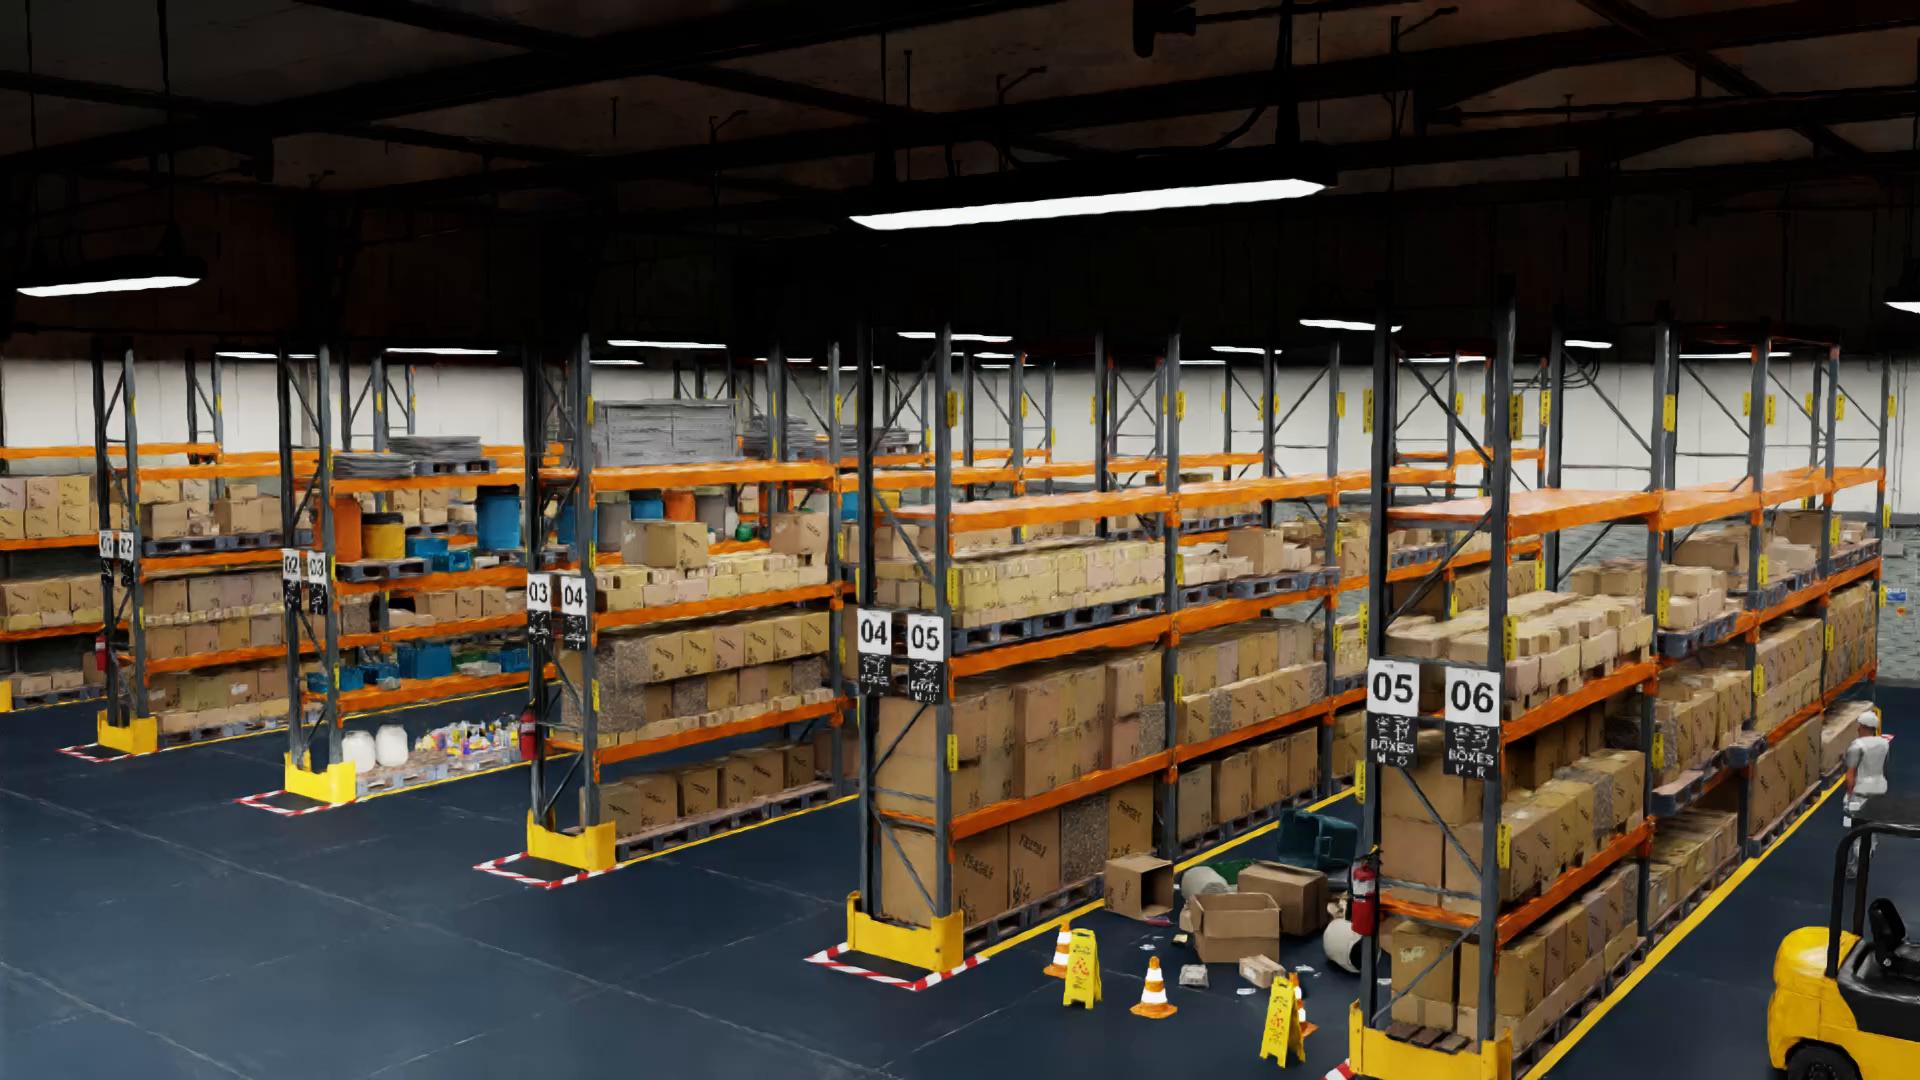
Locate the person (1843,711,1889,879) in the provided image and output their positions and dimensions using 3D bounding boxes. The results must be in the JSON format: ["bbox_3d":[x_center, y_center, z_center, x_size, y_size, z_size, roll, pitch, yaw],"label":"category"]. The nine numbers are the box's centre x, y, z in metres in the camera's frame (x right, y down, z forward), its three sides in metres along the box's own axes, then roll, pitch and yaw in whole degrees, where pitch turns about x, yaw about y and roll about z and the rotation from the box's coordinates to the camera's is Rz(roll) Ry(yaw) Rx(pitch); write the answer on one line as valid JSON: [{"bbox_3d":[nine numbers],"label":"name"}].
[{"bbox_3d":[9.633,2.710,17.808,0.608,1.787,0.489,-2,5,-22],"label":"person"}]

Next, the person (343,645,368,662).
[{"bbox_3d":[-11.290,1.632,30.665,0.607,1.691,1.171,3,6,29],"label":"person"}]

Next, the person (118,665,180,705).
[{"bbox_3d":[-13.499,1.957,27.671,1.000,1.574,0.441,-5,7,-44],"label":"person"}]
